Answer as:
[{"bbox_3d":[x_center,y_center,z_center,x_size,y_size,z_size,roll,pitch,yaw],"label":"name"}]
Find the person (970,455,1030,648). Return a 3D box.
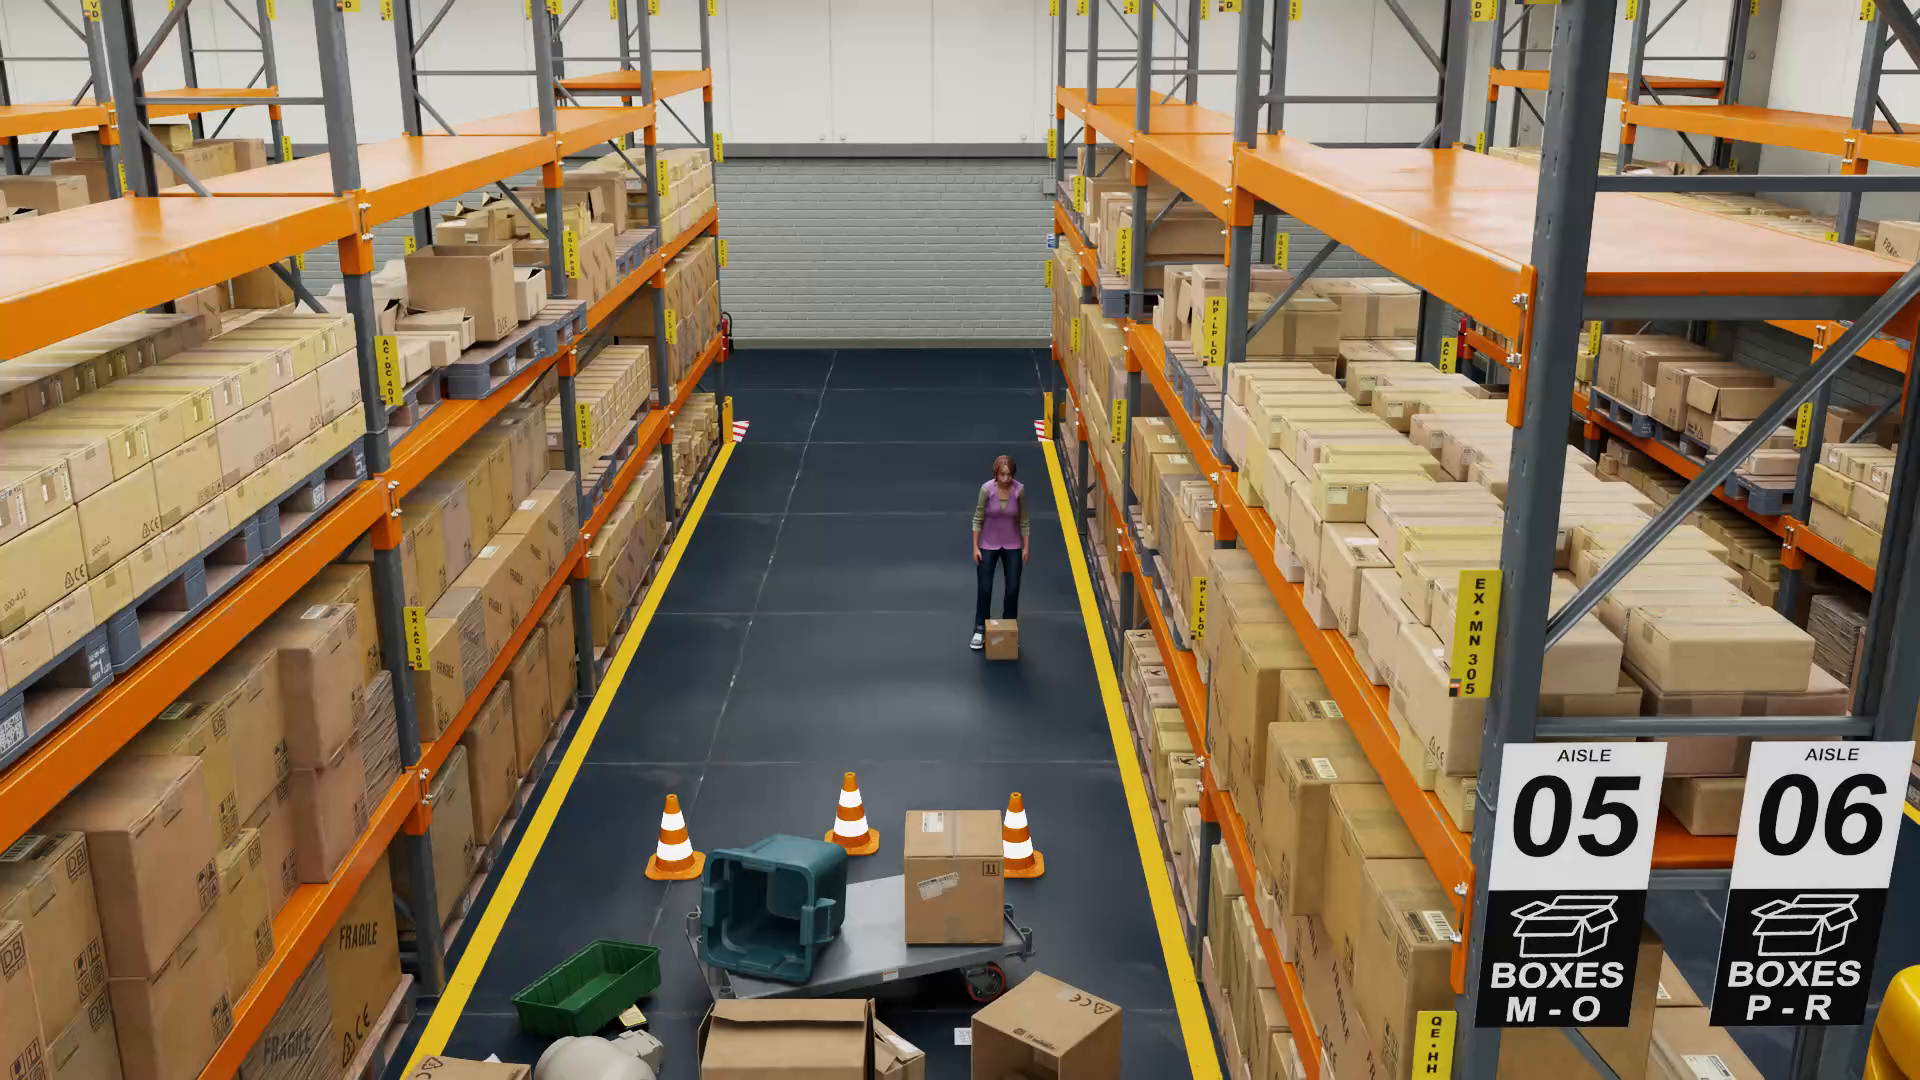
[{"bbox_3d":[0.321,0.082,13.304,0.484,1.593,0.344,-1,17,-4],"label":"person"}]
